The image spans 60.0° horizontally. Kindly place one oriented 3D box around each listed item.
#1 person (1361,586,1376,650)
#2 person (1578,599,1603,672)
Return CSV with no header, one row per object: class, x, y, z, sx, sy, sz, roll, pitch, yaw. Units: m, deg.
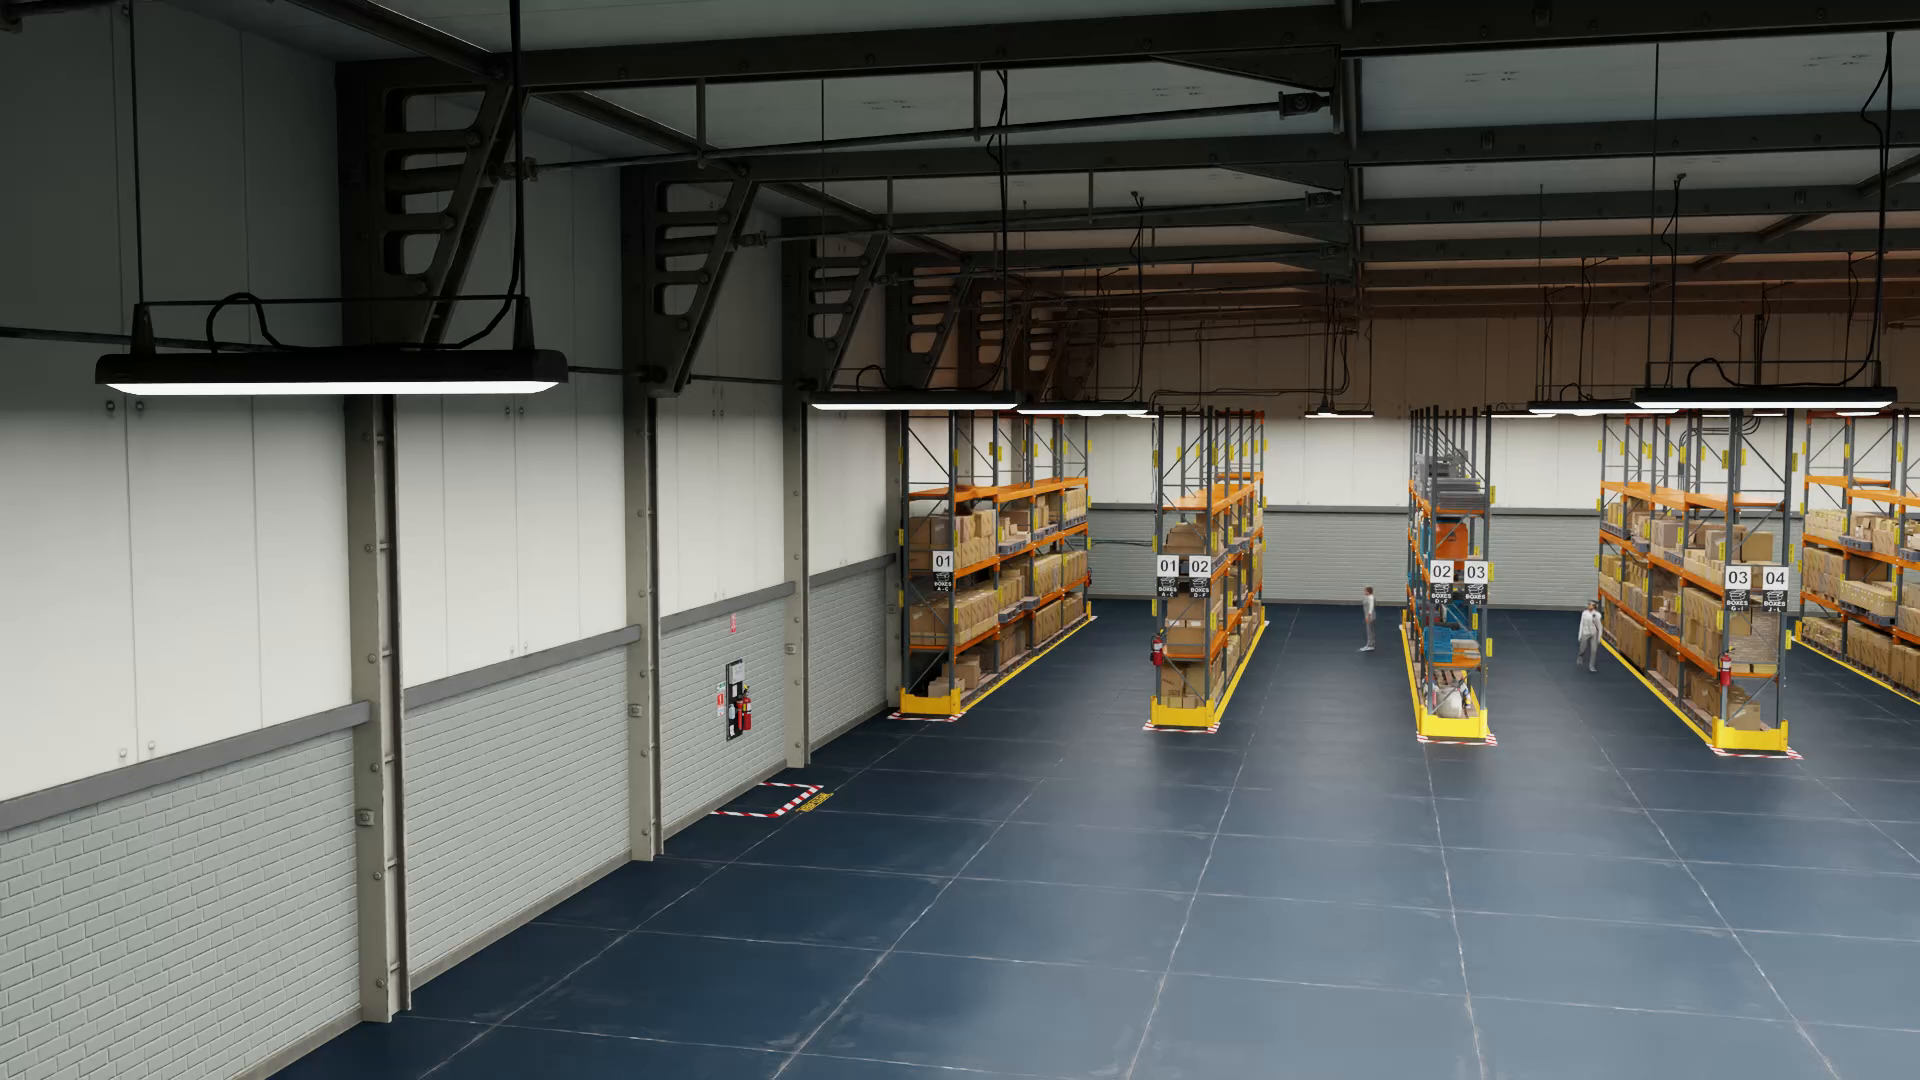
person,10.173,1.947,41.437,0.361,1.589,0.444,0,4,0
person,14.427,2.161,38.045,0.508,1.652,0.621,1,4,13
